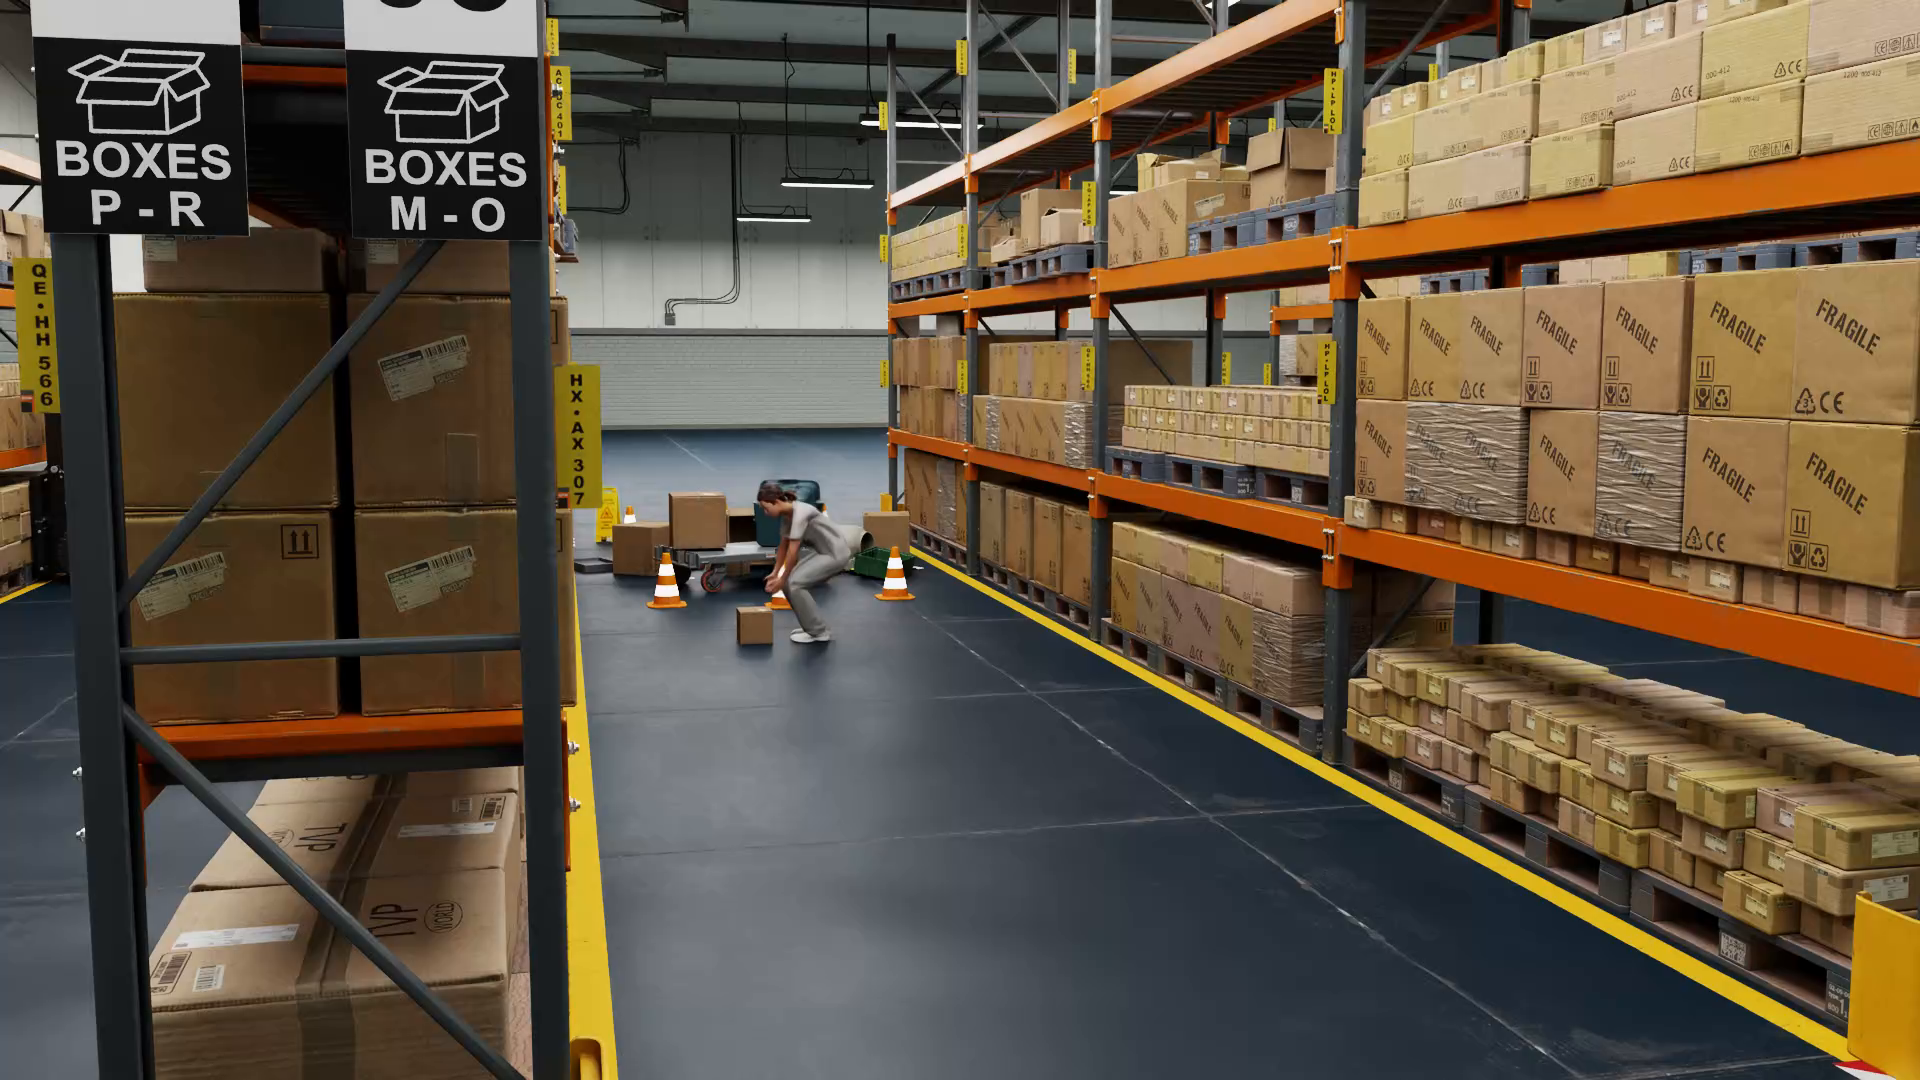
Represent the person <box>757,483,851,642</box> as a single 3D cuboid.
[{"bbox_3d":[-1.191,0.169,12.738,0.720,1.216,0.495,-2,6,-14],"label":"person"}]
